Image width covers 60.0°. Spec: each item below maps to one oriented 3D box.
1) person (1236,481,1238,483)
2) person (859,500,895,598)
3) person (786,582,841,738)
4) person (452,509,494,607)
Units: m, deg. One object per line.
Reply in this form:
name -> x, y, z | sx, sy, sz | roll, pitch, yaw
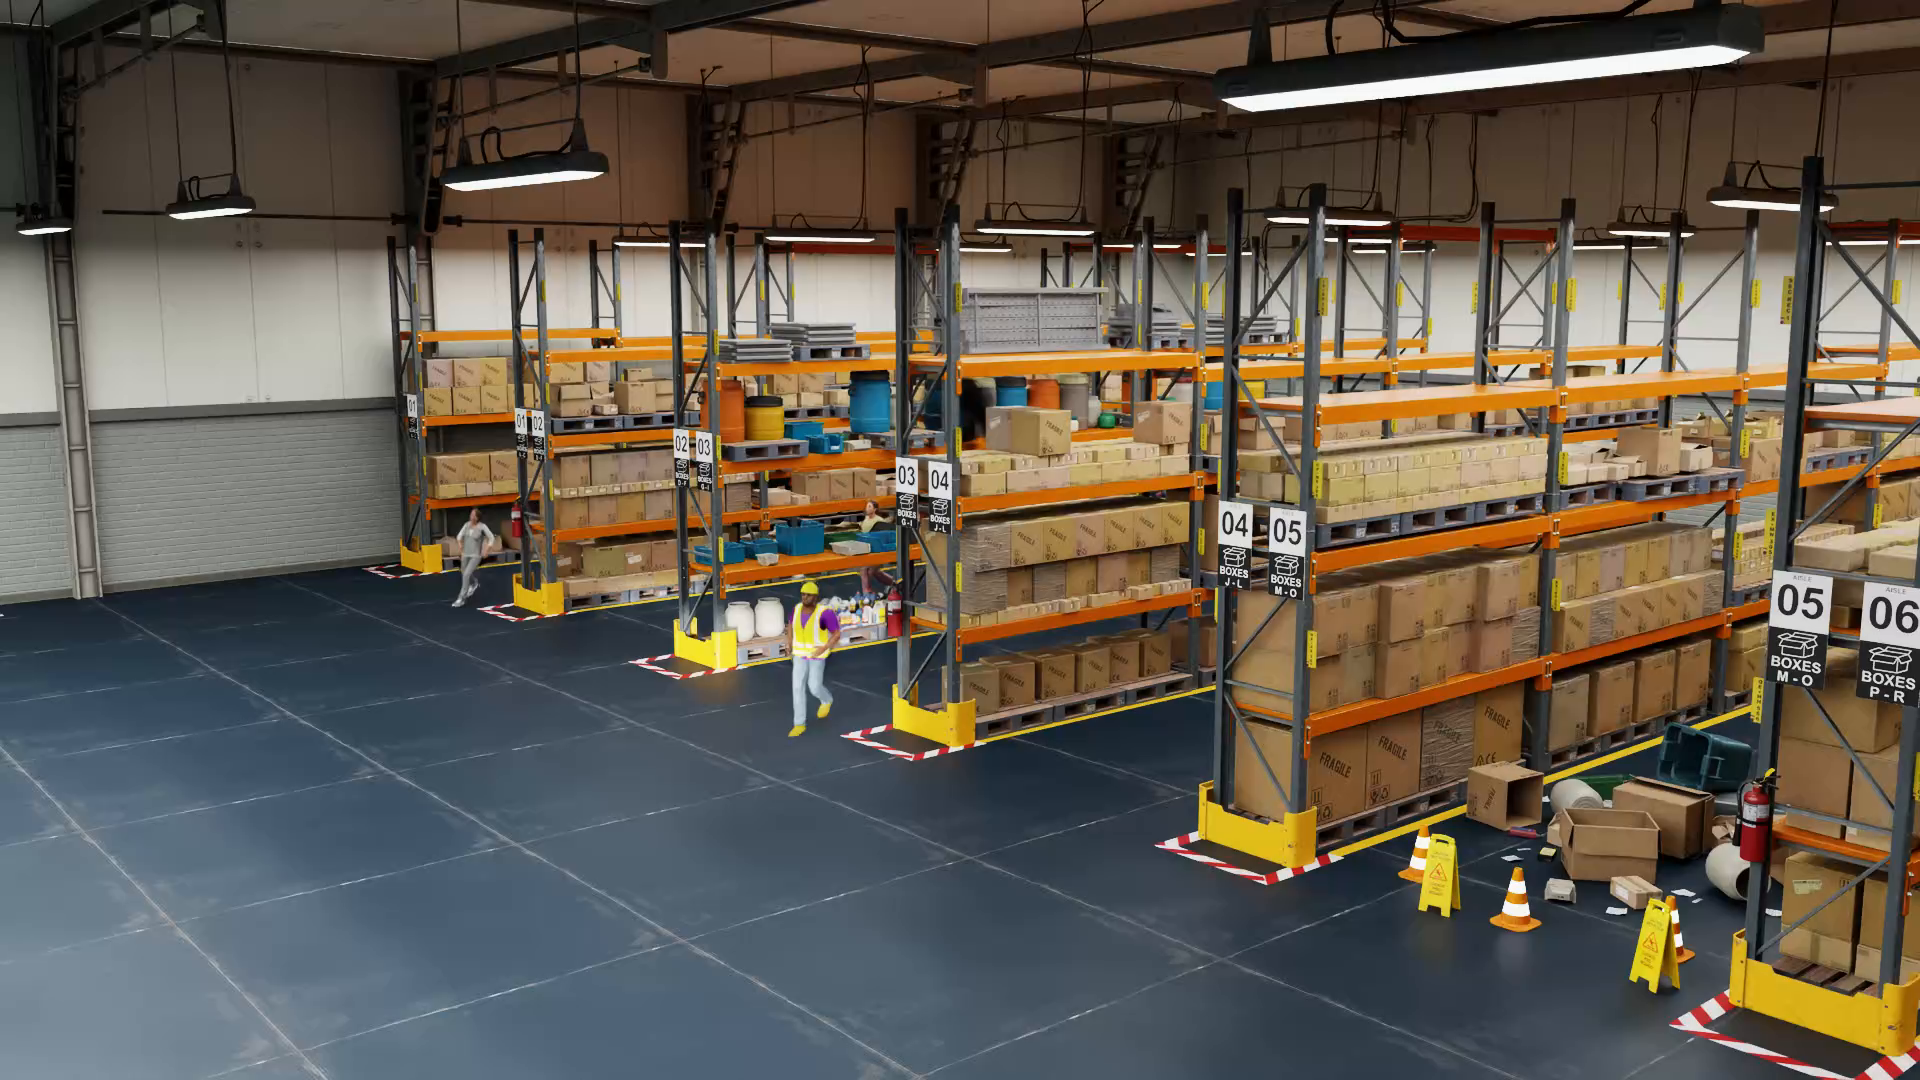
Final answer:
person -> 5.909, -0.985, 34.693 | 0.638, 1.688, 0.716 | 4, 10, 25
person -> -1.417, 0.156, 27.368 | 0.587, 1.658, 0.752 | 8, 12, 42
person -> -1.710, 1.348, 19.353 | 0.715, 1.773, 0.895 | 3, 9, 19
person -> -7.871, 0.273, 26.920 | 0.601, 1.535, 0.846 | 2, 9, 12
